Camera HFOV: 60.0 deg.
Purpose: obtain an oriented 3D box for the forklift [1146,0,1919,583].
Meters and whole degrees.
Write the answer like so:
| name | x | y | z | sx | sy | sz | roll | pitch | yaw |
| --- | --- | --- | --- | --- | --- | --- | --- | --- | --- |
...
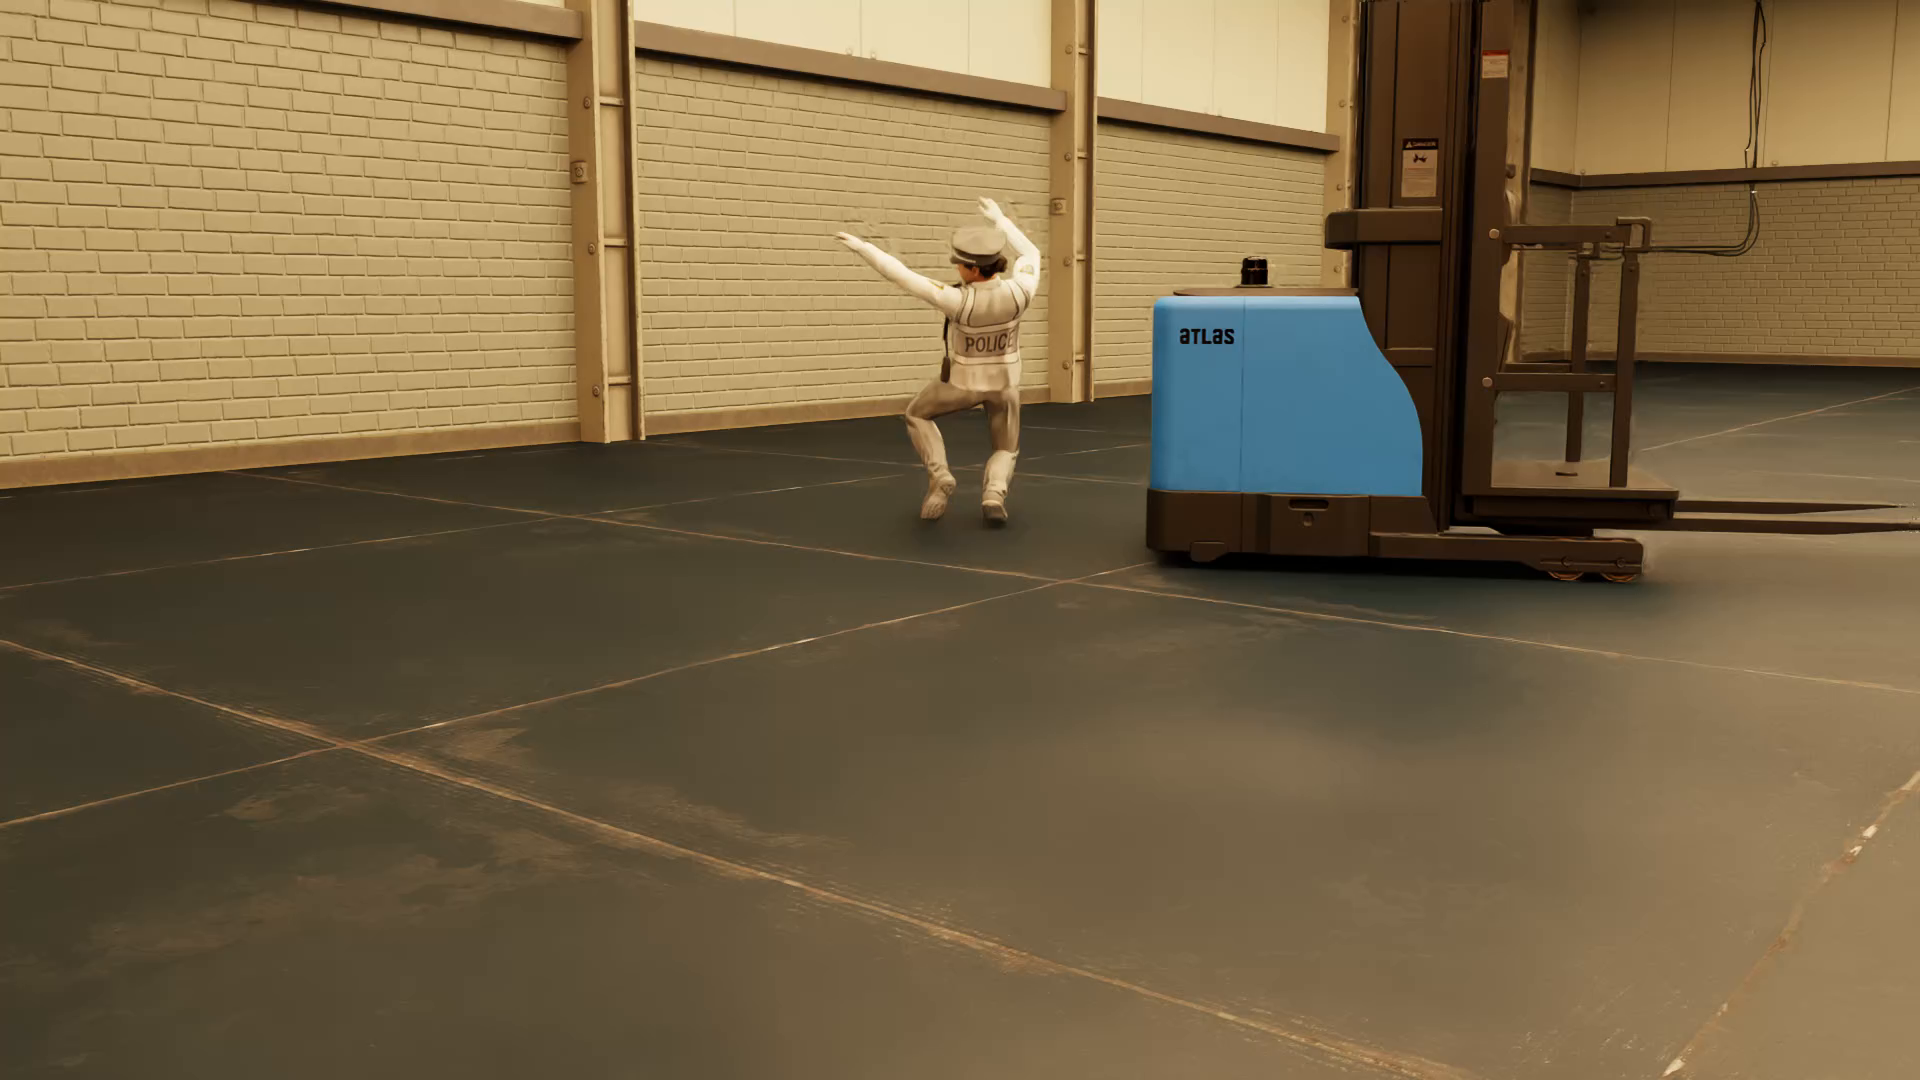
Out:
| name | x | y | z | sx | sy | sz | roll | pitch | yaw |
| --- | --- | --- | --- | --- | --- | --- | --- | --- | --- |
| forklift | 2.320 | -1.372 | 6.658 | 3.031 | 2.935 | 1.130 | 2 | 8 | 11 |

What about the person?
| name | x | y | z | sx | sy | sz | roll | pitch | yaw |
| --- | --- | --- | --- | --- | --- | --- | --- | --- | --- |
| person | -0.109 | -0.842 | 7.880 | 1.005 | 1.564 | 0.818 | -1 | 8 | -10 |
